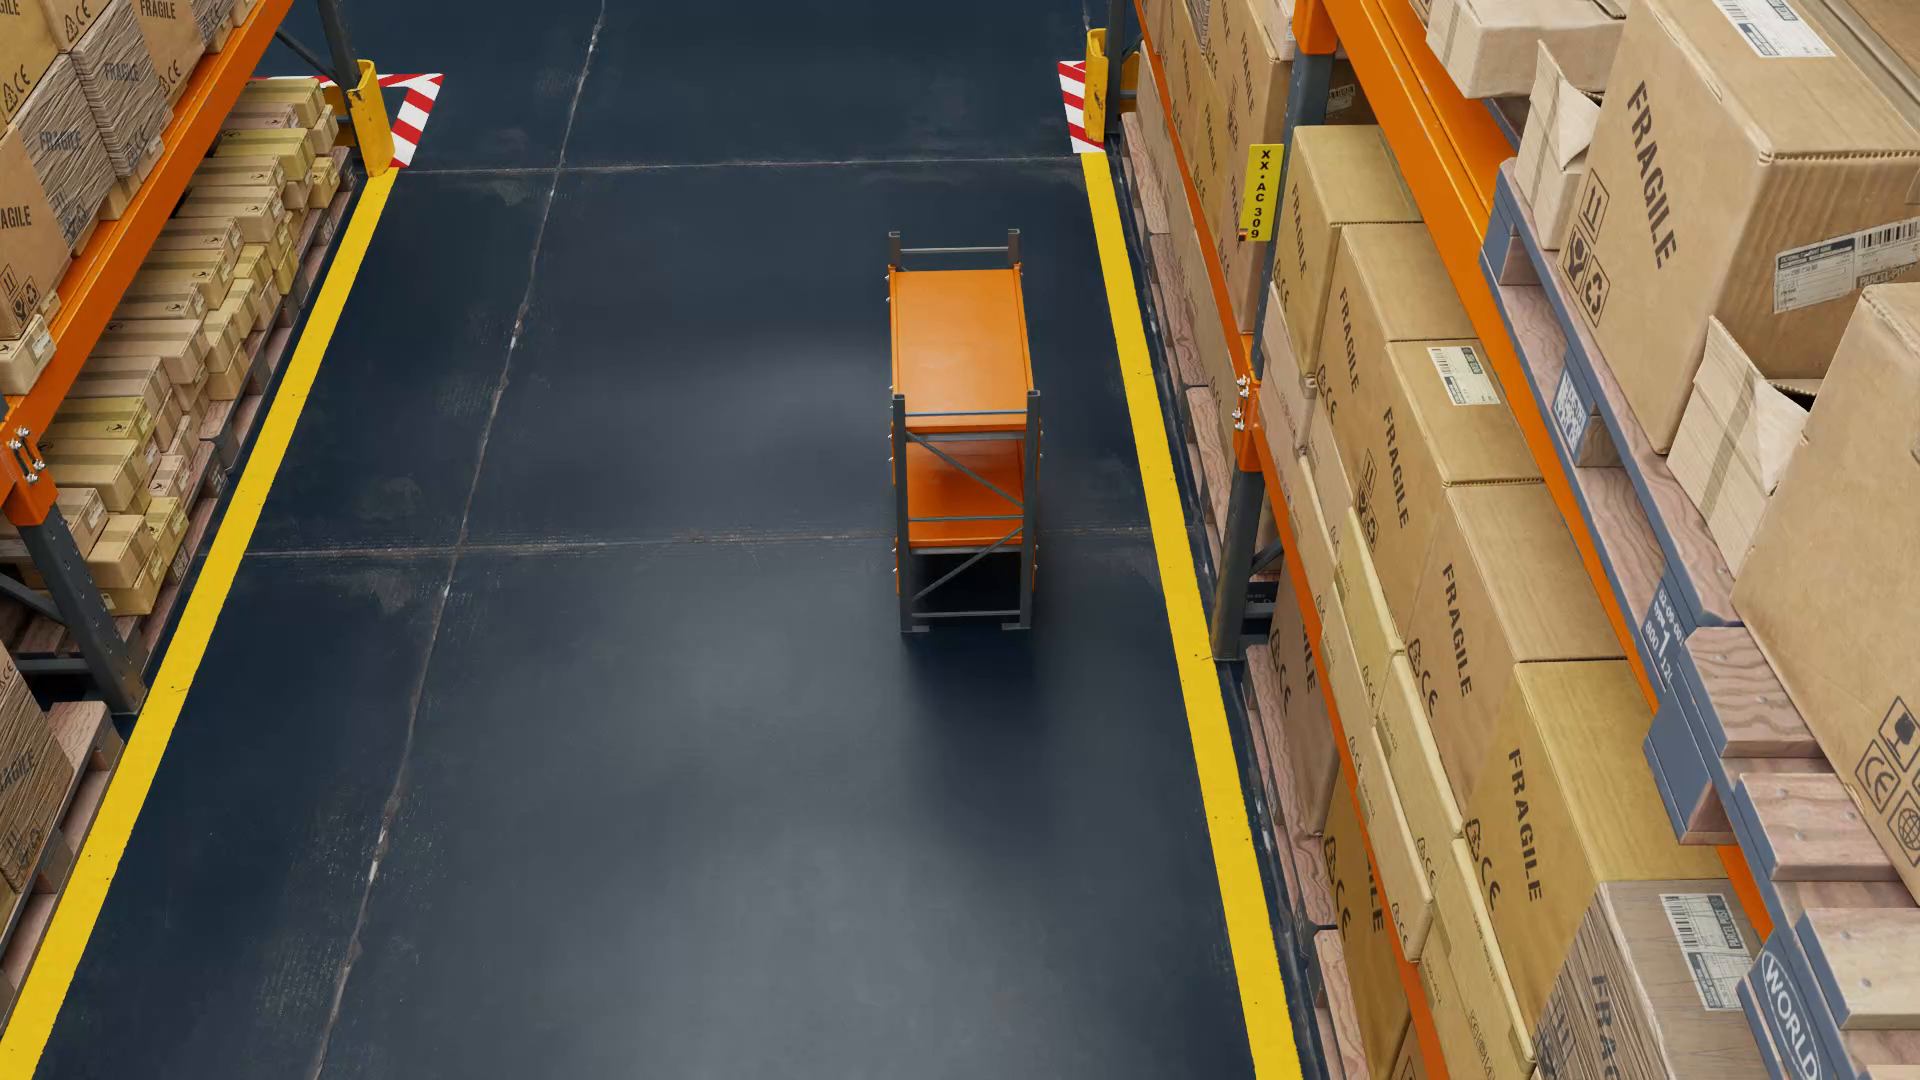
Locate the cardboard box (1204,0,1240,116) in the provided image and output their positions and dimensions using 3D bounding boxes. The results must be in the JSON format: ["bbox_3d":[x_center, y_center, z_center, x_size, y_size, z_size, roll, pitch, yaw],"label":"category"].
[{"bbox_3d":[1.141,-1.760,5.636,0.500,0.500,0.500,-2,43,-2],"label":"cardboard box"}]

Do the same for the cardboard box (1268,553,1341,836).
[{"bbox_3d":[1.556,0.344,5.416,0.875,0.875,0.875,0,43,0],"label":"cardboard box"}]

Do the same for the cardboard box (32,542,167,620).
[{"bbox_3d":[-3.186,0.151,6.165,0.380,0.149,0.250,-3,43,-4],"label":"cardboard box"}]

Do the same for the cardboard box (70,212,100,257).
[{"bbox_3d":[-3.331,-1.133,5.952,0.380,0.149,0.250,-3,43,-4],"label":"cardboard box"}]

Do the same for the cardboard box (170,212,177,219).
[{"bbox_3d":[-3.848,-1.590,8.064,0.380,0.149,0.250,-1,43,-1],"label":"cardboard box"}]

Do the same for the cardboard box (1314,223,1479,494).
[{"bbox_3d":[1.231,-0.458,4.216,0.500,0.500,0.500,-2,43,-2],"label":"cardboard box"}]

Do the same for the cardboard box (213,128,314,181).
[{"bbox_3d":[-3.294,-1.821,7.876,0.380,0.149,0.250,-3,43,-3],"label":"cardboard box"}]

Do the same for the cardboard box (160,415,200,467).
[{"bbox_3d":[-3.320,-0.365,6.728,0.380,0.149,0.250,-2,43,-3],"label":"cardboard box"}]

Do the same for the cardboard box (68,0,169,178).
[{"bbox_3d":[-3.274,-1.653,6.040,0.500,0.500,0.500,-2,43,-3],"label":"cardboard box"}]

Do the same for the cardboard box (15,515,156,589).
[{"bbox_3d":[-3.187,0.042,6.063,0.380,0.149,0.250,0,43,0],"label":"cardboard box"}]

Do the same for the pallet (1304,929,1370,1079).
[{"bbox_3d":[1.613,1.672,4.770,1.003,0.211,1.213,-2,43,-2],"label":"pallet"}]

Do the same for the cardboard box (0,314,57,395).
[{"bbox_3d":[-3.176,-0.598,5.369,0.380,0.149,0.250,0,43,0],"label":"cardboard box"}]

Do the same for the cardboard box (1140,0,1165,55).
[{"bbox_3d":[1.067,-2.421,7.097,0.500,0.500,0.500,-2,43,-2],"label":"cardboard box"}]

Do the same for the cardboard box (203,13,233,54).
[{"bbox_3d":[-3.350,-2.198,7.114,0.380,0.149,0.250,-3,43,-4],"label":"cardboard box"}]

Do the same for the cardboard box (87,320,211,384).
[{"bbox_3d":[-3.274,-0.759,6.717,0.380,0.149,0.250,-1,43,-1],"label":"cardboard box"}]

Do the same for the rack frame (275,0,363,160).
[{"bbox_3d":[-3.661,-3.191,8.011,1.000,3.000,0.127,-2,43,-2],"label":"rack frame"}]

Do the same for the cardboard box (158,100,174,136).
[{"bbox_3d":[-3.339,-1.666,6.533,0.380,0.149,0.250,0,43,0],"label":"cardboard box"}]

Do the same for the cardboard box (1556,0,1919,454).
[{"bbox_3d":[1.255,-0.479,2.448,0.500,0.500,0.500,-1,43,-1],"label":"cardboard box"}]

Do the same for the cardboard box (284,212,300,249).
[{"bbox_3d":[-3.370,-1.427,7.886,0.380,0.149,0.250,-1,43,-1],"label":"cardboard box"}]

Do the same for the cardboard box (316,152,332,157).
[{"bbox_3d":[-3.430,-1.945,8.451,0.380,0.149,0.250,-1,43,-1],"label":"cardboard box"}]

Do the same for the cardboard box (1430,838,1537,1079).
[{"bbox_3d":[1.278,0.860,3.333,0.500,0.250,0.500,-3,43,-3],"label":"cardboard box"}]

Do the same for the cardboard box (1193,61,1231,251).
[{"bbox_3d":[1.147,-1.391,5.973,0.500,0.500,0.500,-3,43,-3],"label":"cardboard box"}]

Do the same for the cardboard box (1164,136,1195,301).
[{"bbox_3d":[1.455,-1.551,7.808,0.875,0.438,0.875,-1,43,-1],"label":"cardboard box"}]

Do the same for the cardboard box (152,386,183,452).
[{"bbox_3d":[-3.342,-0.472,6.624,0.380,0.149,0.250,-4,43,-4],"label":"cardboard box"}]

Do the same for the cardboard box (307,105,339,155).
[{"bbox_3d":[-3.354,-2.056,8.352,0.380,0.149,0.250,-3,43,-3],"label":"cardboard box"}]

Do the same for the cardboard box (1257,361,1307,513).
[{"bbox_3d":[1.205,-0.341,5.013,0.500,0.250,0.500,-3,43,-3],"label":"cardboard box"}]

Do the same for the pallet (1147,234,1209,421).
[{"bbox_3d":[1.441,-1.014,7.700,1.003,0.211,1.213,-2,43,-2],"label":"pallet"}]

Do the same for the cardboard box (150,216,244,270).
[{"bbox_3d":[-3.379,-1.284,7.290,0.380,0.149,0.250,-3,43,-3],"label":"cardboard box"}]

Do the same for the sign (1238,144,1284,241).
[{"bbox_3d":[0.896,-1.032,4.957,0.100,0.325,0.005,-2,43,-2],"label":"sign"}]

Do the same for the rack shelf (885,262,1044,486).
[{"bbox_3d":[0.000,-0.635,6.177,0.538,0.278,1.000,-2,43,-2],"label":"rack shelf"}]

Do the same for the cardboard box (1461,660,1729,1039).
[{"bbox_3d":[1.292,0.571,3.093,0.500,0.500,0.500,-2,43,-2],"label":"cardboard box"}]

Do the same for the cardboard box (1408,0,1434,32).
[{"bbox_3d":[1.198,-1.395,3.447,0.500,0.500,0.500,-2,43,-3],"label":"cardboard box"}]

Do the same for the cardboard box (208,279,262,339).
[{"bbox_3d":[-3.263,-0.998,7.197,0.380,0.149,0.250,-1,43,-1],"label":"cardboard box"}]

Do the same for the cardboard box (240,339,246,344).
[{"bbox_3d":[-3.369,-0.899,7.310,0.380,0.149,0.250,-1,43,-1],"label":"cardboard box"}]

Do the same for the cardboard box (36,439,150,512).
[{"bbox_3d":[-3.251,-0.240,6.150,0.380,0.149,0.250,0,43,0],"label":"cardboard box"}]

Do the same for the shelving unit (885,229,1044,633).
[{"bbox_3d":[0.000,-0.419,6.375,0.538,1.125,1.048,-2,43,-2],"label":"shelving unit"}]

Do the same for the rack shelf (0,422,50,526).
[{"bbox_3d":[-3.406,1.125,3.835,1.077,0.370,4.000,-2,43,-2],"label":"rack shelf"}]

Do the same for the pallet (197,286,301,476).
[{"bbox_3d":[-3.610,-0.740,7.402,1.003,0.211,1.213,-2,43,-2],"label":"pallet"}]

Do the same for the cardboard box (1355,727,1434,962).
[{"bbox_3d":[1.246,0.693,3.885,0.500,0.250,0.500,-2,43,-2],"label":"cardboard box"}]

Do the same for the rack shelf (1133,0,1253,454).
[{"bbox_3d":[1.365,-1.786,7.011,1.077,0.370,4.000,-2,43,-2],"label":"rack shelf"}]

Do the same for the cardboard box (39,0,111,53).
[{"bbox_3d":[-3.295,-2.008,5.686,0.500,0.500,0.500,-1,43,-1],"label":"cardboard box"}]

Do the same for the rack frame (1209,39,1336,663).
[{"bbox_3d":[1.450,-0.701,5.295,1.000,3.000,0.127,-2,43,-2],"label":"rack frame"}]

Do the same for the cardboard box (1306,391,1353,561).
[{"bbox_3d":[1.237,-0.173,4.460,0.500,0.250,0.500,-1,43,-1],"label":"cardboard box"}]

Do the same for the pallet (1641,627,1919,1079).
[{"bbox_3d":[1.539,0.530,1.871,1.213,0.211,1.003,0,43,0],"label":"pallet"}]

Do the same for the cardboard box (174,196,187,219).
[{"bbox_3d":[-3.421,-1.521,7.768,0.380,0.149,0.250,-2,43,-2],"label":"cardboard box"}]

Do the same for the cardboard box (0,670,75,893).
[{"bbox_3d":[-3.208,0.769,5.231,0.500,0.500,0.500,-2,43,-3],"label":"cardboard box"}]
